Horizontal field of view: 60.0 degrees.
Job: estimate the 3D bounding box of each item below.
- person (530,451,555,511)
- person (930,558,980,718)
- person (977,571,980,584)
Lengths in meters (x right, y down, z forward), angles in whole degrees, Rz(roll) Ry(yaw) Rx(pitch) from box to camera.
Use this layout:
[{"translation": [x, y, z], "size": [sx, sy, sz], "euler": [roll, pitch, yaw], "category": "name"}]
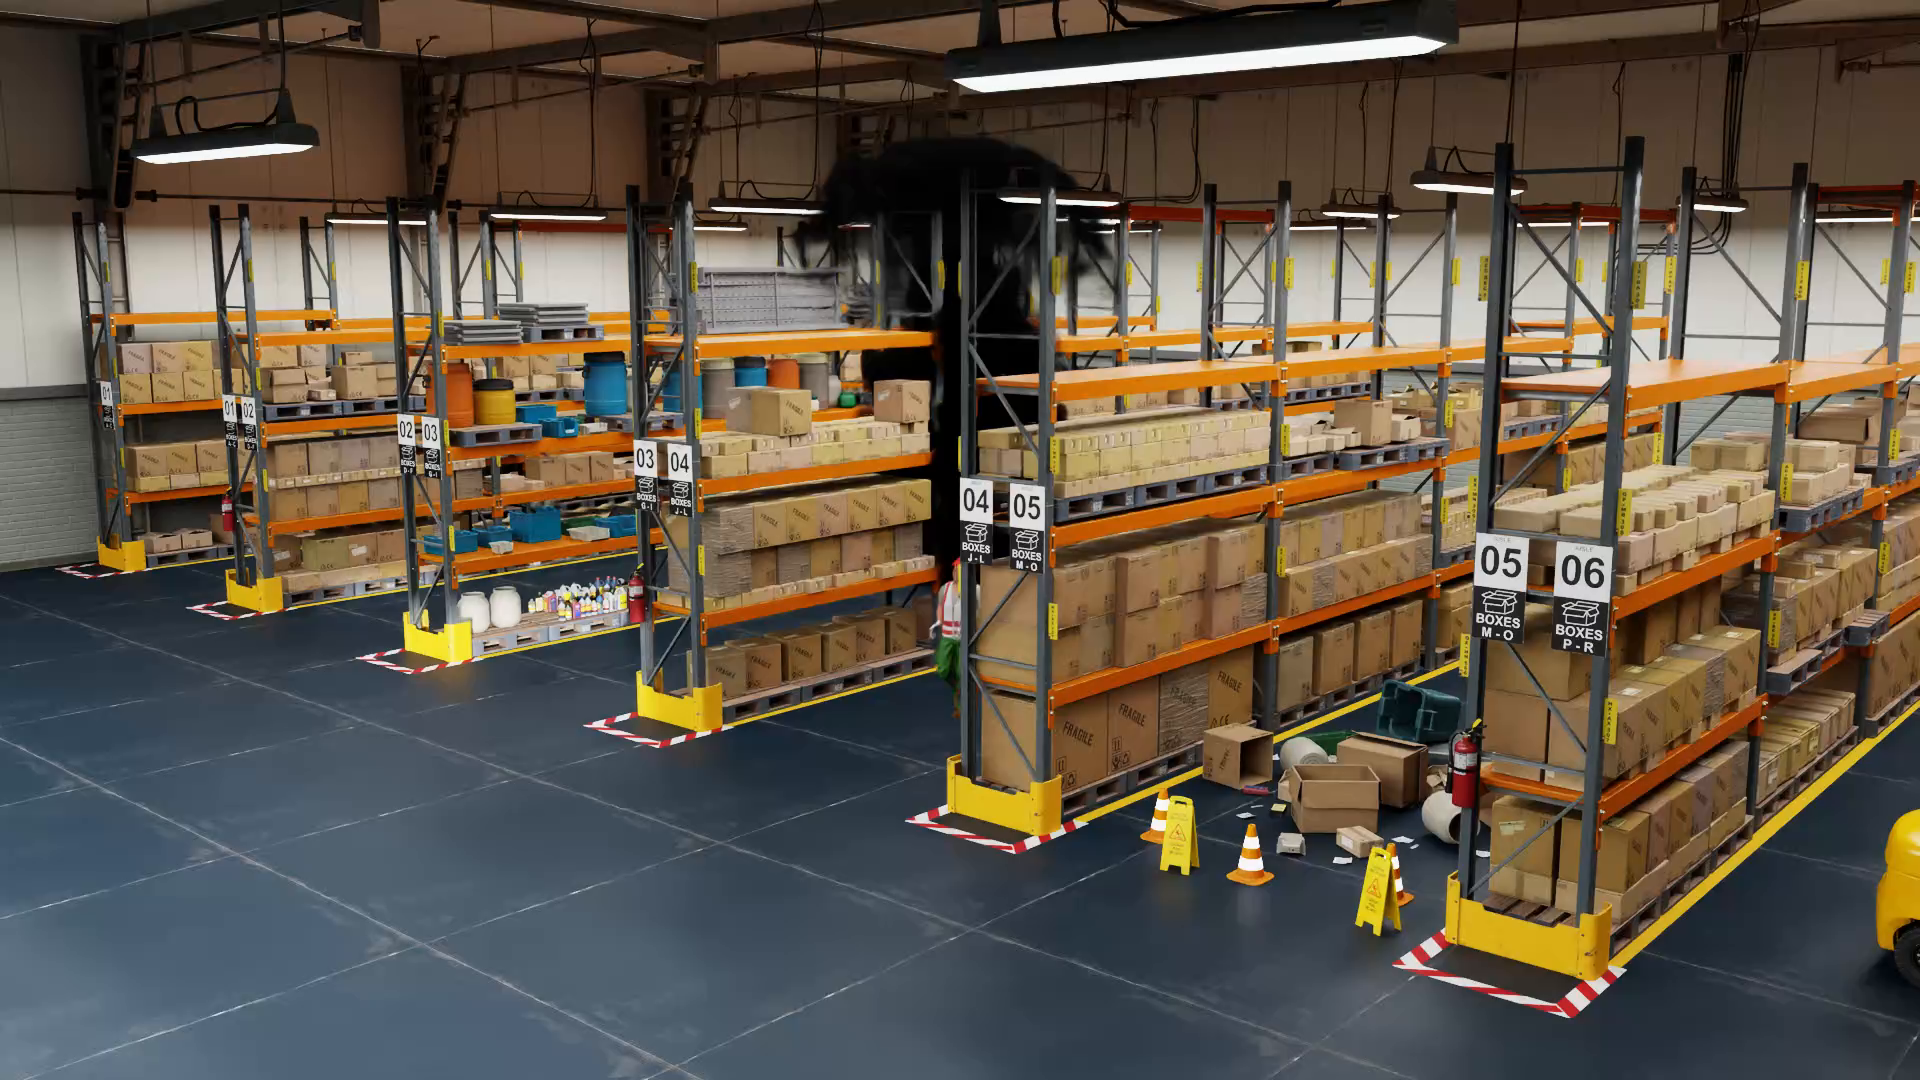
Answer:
[{"translation": [-7.955, -1.023, 32.003], "size": [0.719, 1.767, 0.590], "euler": [7, 12, 38], "category": "person"}, {"translation": [-0.026, 1.060, 17.884], "size": [0.656, 1.751, 0.540], "euler": [4, 10, 24], "category": "person"}, {"translation": [0.435, -0.160, 25.509], "size": [0.634, 1.829, 0.708], "euler": [6, 11, 31], "category": "person"}]
